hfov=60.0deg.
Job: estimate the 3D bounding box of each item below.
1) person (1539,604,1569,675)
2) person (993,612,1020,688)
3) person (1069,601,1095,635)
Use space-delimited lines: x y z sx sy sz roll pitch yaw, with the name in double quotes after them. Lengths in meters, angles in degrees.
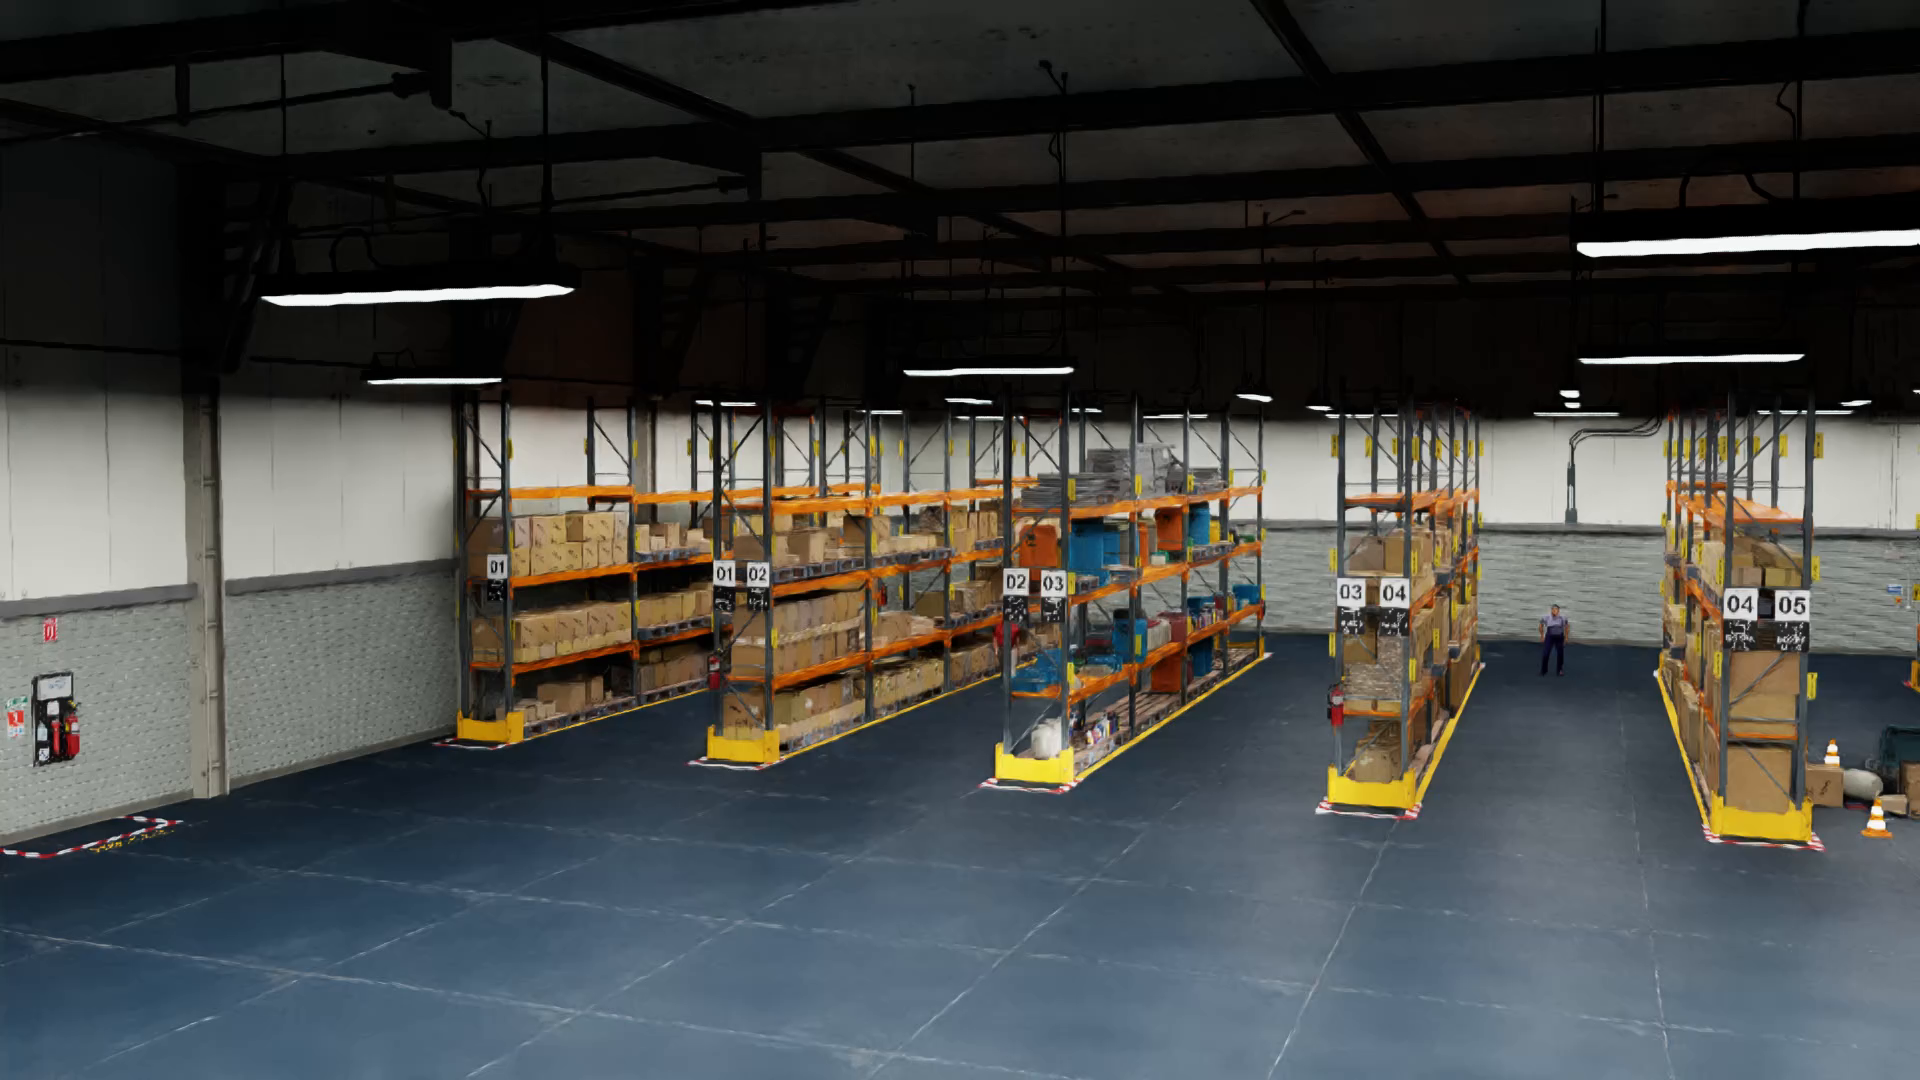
13.117 2.191 36.721 0.625 1.596 0.517 1 3 18 "person"
0.942 2.279 34.124 0.535 1.657 1.036 1 3 12 "person"
3.243 1.746 44.471 0.502 1.613 0.941 3 4 43 "person"
